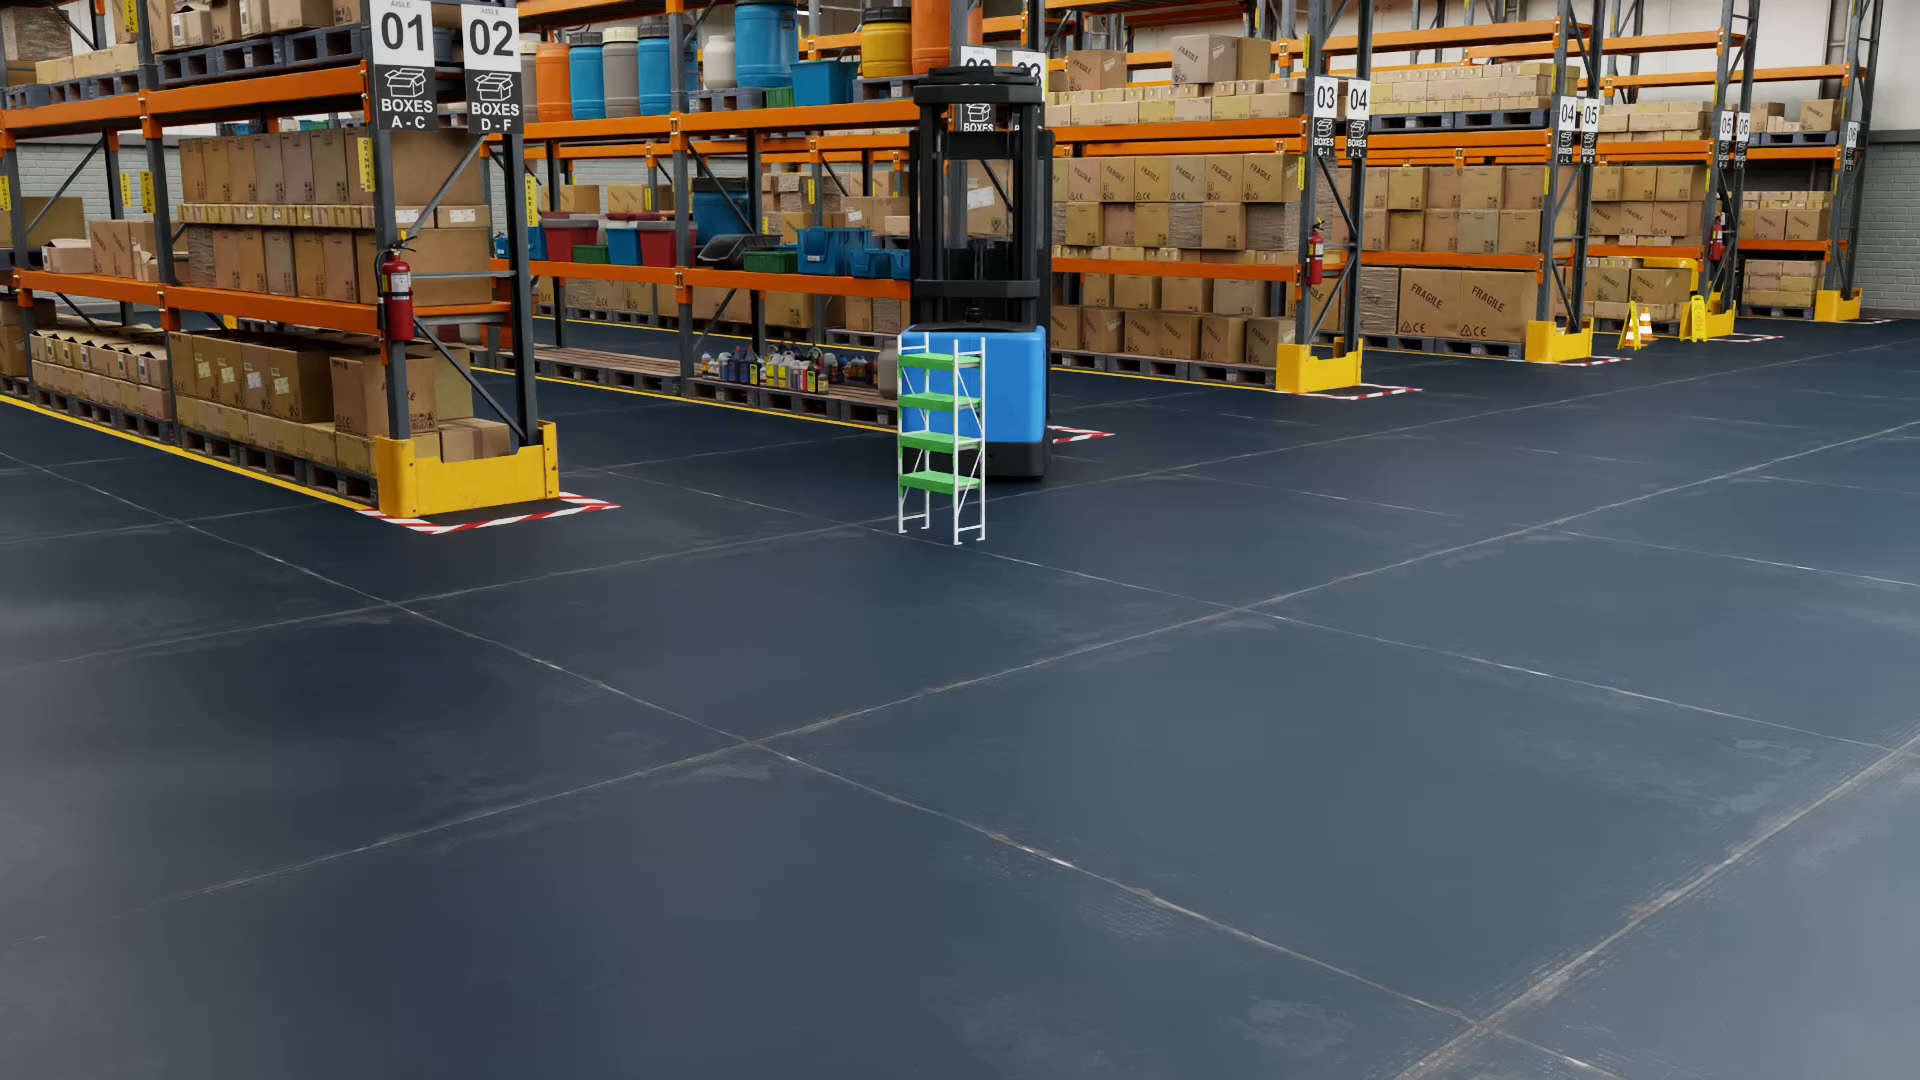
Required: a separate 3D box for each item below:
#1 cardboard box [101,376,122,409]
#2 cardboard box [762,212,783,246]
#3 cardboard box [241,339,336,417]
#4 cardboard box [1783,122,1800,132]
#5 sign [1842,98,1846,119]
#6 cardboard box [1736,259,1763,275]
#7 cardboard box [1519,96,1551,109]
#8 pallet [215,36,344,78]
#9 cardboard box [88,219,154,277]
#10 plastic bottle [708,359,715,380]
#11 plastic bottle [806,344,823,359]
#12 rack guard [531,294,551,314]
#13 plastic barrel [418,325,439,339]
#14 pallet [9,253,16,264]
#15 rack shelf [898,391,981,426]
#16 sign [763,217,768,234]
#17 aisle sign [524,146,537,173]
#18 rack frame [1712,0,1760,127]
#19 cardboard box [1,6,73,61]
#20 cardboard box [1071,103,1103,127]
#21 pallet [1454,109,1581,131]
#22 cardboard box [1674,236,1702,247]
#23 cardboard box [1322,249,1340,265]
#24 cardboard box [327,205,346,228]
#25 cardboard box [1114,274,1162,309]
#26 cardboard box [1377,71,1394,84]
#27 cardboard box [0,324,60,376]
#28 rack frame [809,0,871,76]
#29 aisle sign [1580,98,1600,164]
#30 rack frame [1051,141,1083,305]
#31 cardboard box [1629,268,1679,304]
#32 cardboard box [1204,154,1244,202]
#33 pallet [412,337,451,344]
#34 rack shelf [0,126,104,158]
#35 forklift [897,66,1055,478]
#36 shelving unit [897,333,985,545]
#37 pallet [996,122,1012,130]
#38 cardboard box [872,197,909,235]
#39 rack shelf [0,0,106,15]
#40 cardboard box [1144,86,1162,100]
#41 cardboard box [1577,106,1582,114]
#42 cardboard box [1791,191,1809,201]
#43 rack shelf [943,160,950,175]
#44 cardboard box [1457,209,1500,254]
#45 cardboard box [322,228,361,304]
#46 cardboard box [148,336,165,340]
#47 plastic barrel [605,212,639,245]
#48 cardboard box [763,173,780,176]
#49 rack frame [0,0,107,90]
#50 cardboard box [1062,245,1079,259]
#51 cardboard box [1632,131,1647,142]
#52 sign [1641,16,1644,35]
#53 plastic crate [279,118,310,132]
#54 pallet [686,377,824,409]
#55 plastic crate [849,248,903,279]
[{"bbox_3d":[-7.227,-1.324,14.677,0.500,0.250,0.500,-10,16,-41],"label":"cardboard box"},{"bbox_3d":[-2.485,-4.420,23.682,0.500,0.500,0.500,-11,16,-43],"label":"cardboard box"},{"bbox_3d":[-4.898,-1.192,12.180,0.500,0.500,0.500,-11,16,-43],"label":"cardboard box"},{"bbox_3d":[13.863,-6.845,27.601,0.250,0.149,0.380,11,16,44],"label":"cardboard box"},{"bbox_3d":[14.253,-6.956,26.808,0.100,0.325,0.005,-11,16,-43],"label":"sign"},{"bbox_3d":[13.399,-4.684,28.507,0.500,0.250,0.500,-11,16,-42],"label":"cardboard box"},{"bbox_3d":[7.082,-5.371,20.446,0.380,0.149,0.250,-11,16,-43],"label":"cardboard box"},{"bbox_3d":[-4.584,-3.423,11.878,1.003,0.211,1.213,-11,16,-43],"label":"pallet"},{"bbox_3d":[-7.621,-2.686,15.268,0.500,0.500,0.500,11,16,42],"label":"cardboard box"},{"bbox_3d":[-2.471,-1.708,16.614,0.097,0.201,0.097,0,12,0],"label":"plastic bottle"},{"bbox_3d":[-1.436,-1.775,16.567,0.144,0.351,0.185,-11,16,-43],"label":"plastic bottle"},{"bbox_3d":[-7.166,-4.206,29.090,1.175,0.500,0.348,-11,16,-43],"label":"rack guard"},{"bbox_3d":[-6.791,-2.860,21.487,0.421,0.512,0.421,0,12,0],"label":"plastic barrel"},{"bbox_3d":[-10.138,-3.069,17.850,1.003,0.211,1.213,-11,16,-43],"label":"pallet"},{"bbox_3d":[-0.114,-0.784,9.872,0.258,0.148,0.480,-11,16,-43],"label":"rack shelf"},{"bbox_3d":[-2.039,-3.196,17.306,0.100,0.325,0.005,-11,16,-43],"label":"sign"},{"bbox_3d":[-7.416,-6.669,28.406,0.394,0.787,0.004,-11,16,-43],"label":"aisle sign"},{"bbox_3d":[11.068,-7.411,23.584,1.000,3.000,0.127,-11,16,-43],"label":"rack frame"},{"bbox_3d":[-9.089,-4.952,16.355,0.500,0.500,0.500,-11,16,-43],"label":"cardboard box"},{"bbox_3d":[1.632,-4.894,19.169,0.500,0.250,0.500,-11,16,-43],"label":"cardboard box"},{"bbox_3d":[7.037,-5.301,20.994,1.003,0.211,1.213,-11,16,-43],"label":"pallet"},{"bbox_3d":[10.655,-4.375,24.335,0.380,0.149,0.250,-10,15,-41],"label":"cardboard box"},{"bbox_3d":[3.876,-3.044,17.875,0.380,0.149,0.250,-11,16,-43],"label":"cardboard box"},{"bbox_3d":[-4.027,-2.183,11.220,0.380,0.149,0.250,-11,16,-43],"label":"cardboard box"},{"bbox_3d":[2.994,-3.811,25.512,1.050,0.750,0.750,-11,16,-42],"label":"cardboard box"},{"bbox_3d":[5.680,-6.058,21.804,0.380,0.149,0.250,-11,16,-43],"label":"cardboard box"},{"bbox_3d":[-9.608,-1.975,17.167,0.500,0.500,0.500,-10,15,-40],"label":"cardboard box"},{"bbox_3d":[-1.625,-7.198,22.548,1.000,3.000,0.127,-11,16,-43],"label":"rack frame"},{"bbox_3d":[7.823,-5.073,20.660,0.394,0.787,0.004,-11,16,-43],"label":"aisle sign"},{"bbox_3d":[1.138,-3.676,20.320,1.000,3.000,0.127,-11,16,-43],"label":"rack frame"},{"bbox_3d":[10.326,-3.780,24.740,0.500,0.500,0.500,-11,16,-42],"label":"cardboard box"},{"bbox_3d":[2.992,-3.895,17.918,0.500,0.500,0.500,-11,16,-43],"label":"cardboard box"},{"bbox_3d":[-6.620,-2.491,21.479,1.003,0.211,1.213,-11,16,-43],"label":"pallet"},{"bbox_3d":[-10.173,-4.288,17.642,1.077,0.370,4.000,-11,16,-43],"label":"rack shelf"},{"bbox_3d":[0.178,-2.125,12.963,1.130,2.935,3.031,1,12,4],"label":"forklift"},{"bbox_3d":[-0.114,-0.612,9.908,0.258,1.200,0.503,-11,16,-43],"label":"shelving unit"},{"bbox_3d":[0.788,-5.158,20.546,1.213,0.211,1.003,-11,16,-43],"label":"pallet"},{"bbox_3d":[-0.765,-4.374,22.418,0.700,0.500,0.500,-8,14,-34],"label":"cardboard box"},{"bbox_3d":[-7.411,-4.978,14.547,1.077,0.370,4.000,-11,16,-43],"label":"rack shelf"},{"bbox_3d":[2.270,-4.959,18.496,0.380,0.149,0.250,-10,16,-41],"label":"cardboard box"},{"bbox_3d":[9.420,-6.487,25.176,0.380,0.149,0.250,-10,16,-41],"label":"cardboard box"},{"bbox_3d":[14.062,-5.732,27.709,0.380,0.149,0.250,-11,16,-42],"label":"cardboard box"},{"bbox_3d":[1.399,-7.633,33.877,1.077,0.370,4.000,-11,16,-43],"label":"rack shelf"},{"bbox_3d":[6.873,-3.967,21.362,0.875,0.550,0.550,-11,16,-43],"label":"cardboard box"},{"bbox_3d":[-3.947,-1.907,11.487,0.700,0.500,0.500,-10,16,-41],"label":"cardboard box"},{"bbox_3d":[-7.197,-1.749,15.350,0.500,0.311,0.500,-10,16,-41],"label":"cardboard box"},{"bbox_3d":[-3.752,-3.393,18.608,0.433,0.535,0.433,0,12,0],"label":"plastic barrel"},{"bbox_3d":[-3.374,-6.686,31.465,0.500,0.500,0.500,-11,16,-43],"label":"cardboard box"},{"bbox_3d":[-8.792,-5.818,15.850,1.000,3.000,0.127,-11,16,-43],"label":"rack frame"},{"bbox_3d":[1.425,-3.409,19.645,0.380,0.149,0.250,-11,16,-43],"label":"cardboard box"},{"bbox_3d":[10.138,-5.954,24.565,0.380,0.149,0.250,-11,16,-42],"label":"cardboard box"},{"bbox_3d":[12.311,-9.296,30.025,0.100,0.325,0.005,-11,16,-43],"label":"sign"},{"bbox_3d":[-9.424,-5.782,23.401,0.437,0.282,0.530,-11,16,-43],"label":"plastic crate"},{"bbox_3d":[-2.011,-1.516,16.747,1.003,0.211,1.213,-11,16,-43],"label":"pallet"},{"bbox_3d":[-0.689,-2.456,14.767,0.499,0.251,0.408,-11,16,-43],"label":"plastic crate"}]
